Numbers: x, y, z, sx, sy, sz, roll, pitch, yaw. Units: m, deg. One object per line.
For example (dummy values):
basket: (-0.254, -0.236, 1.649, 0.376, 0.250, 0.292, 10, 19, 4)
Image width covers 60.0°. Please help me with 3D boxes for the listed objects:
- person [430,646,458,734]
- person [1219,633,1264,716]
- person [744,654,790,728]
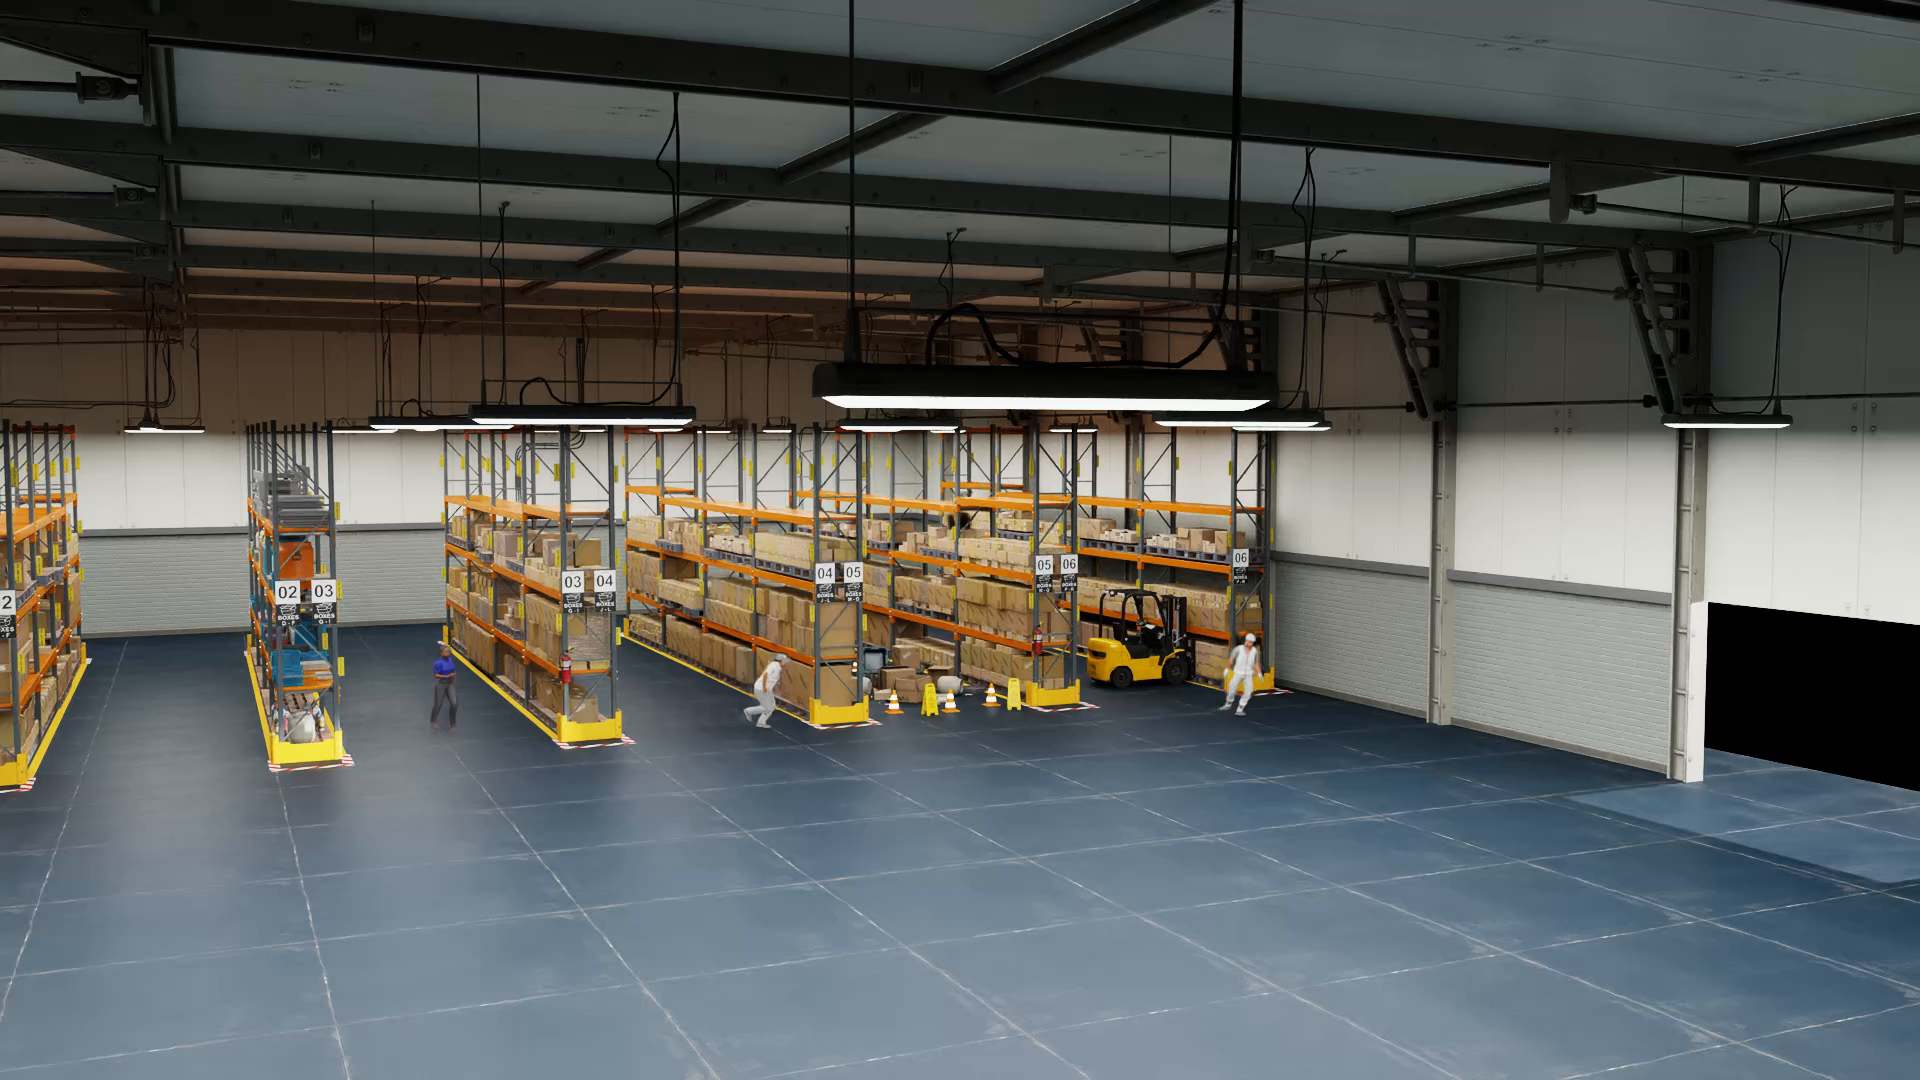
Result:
person: (-9.963, 2.887, 32.117, 0.847, 1.714, 0.521, 3, 5, 43)
person: (5.753, 2.737, 33.962, 0.822, 1.702, 0.687, 0, 4, -5)
person: (-3.780, 2.963, 32.563, 0.923, 1.479, 0.624, 0, 4, 2)
